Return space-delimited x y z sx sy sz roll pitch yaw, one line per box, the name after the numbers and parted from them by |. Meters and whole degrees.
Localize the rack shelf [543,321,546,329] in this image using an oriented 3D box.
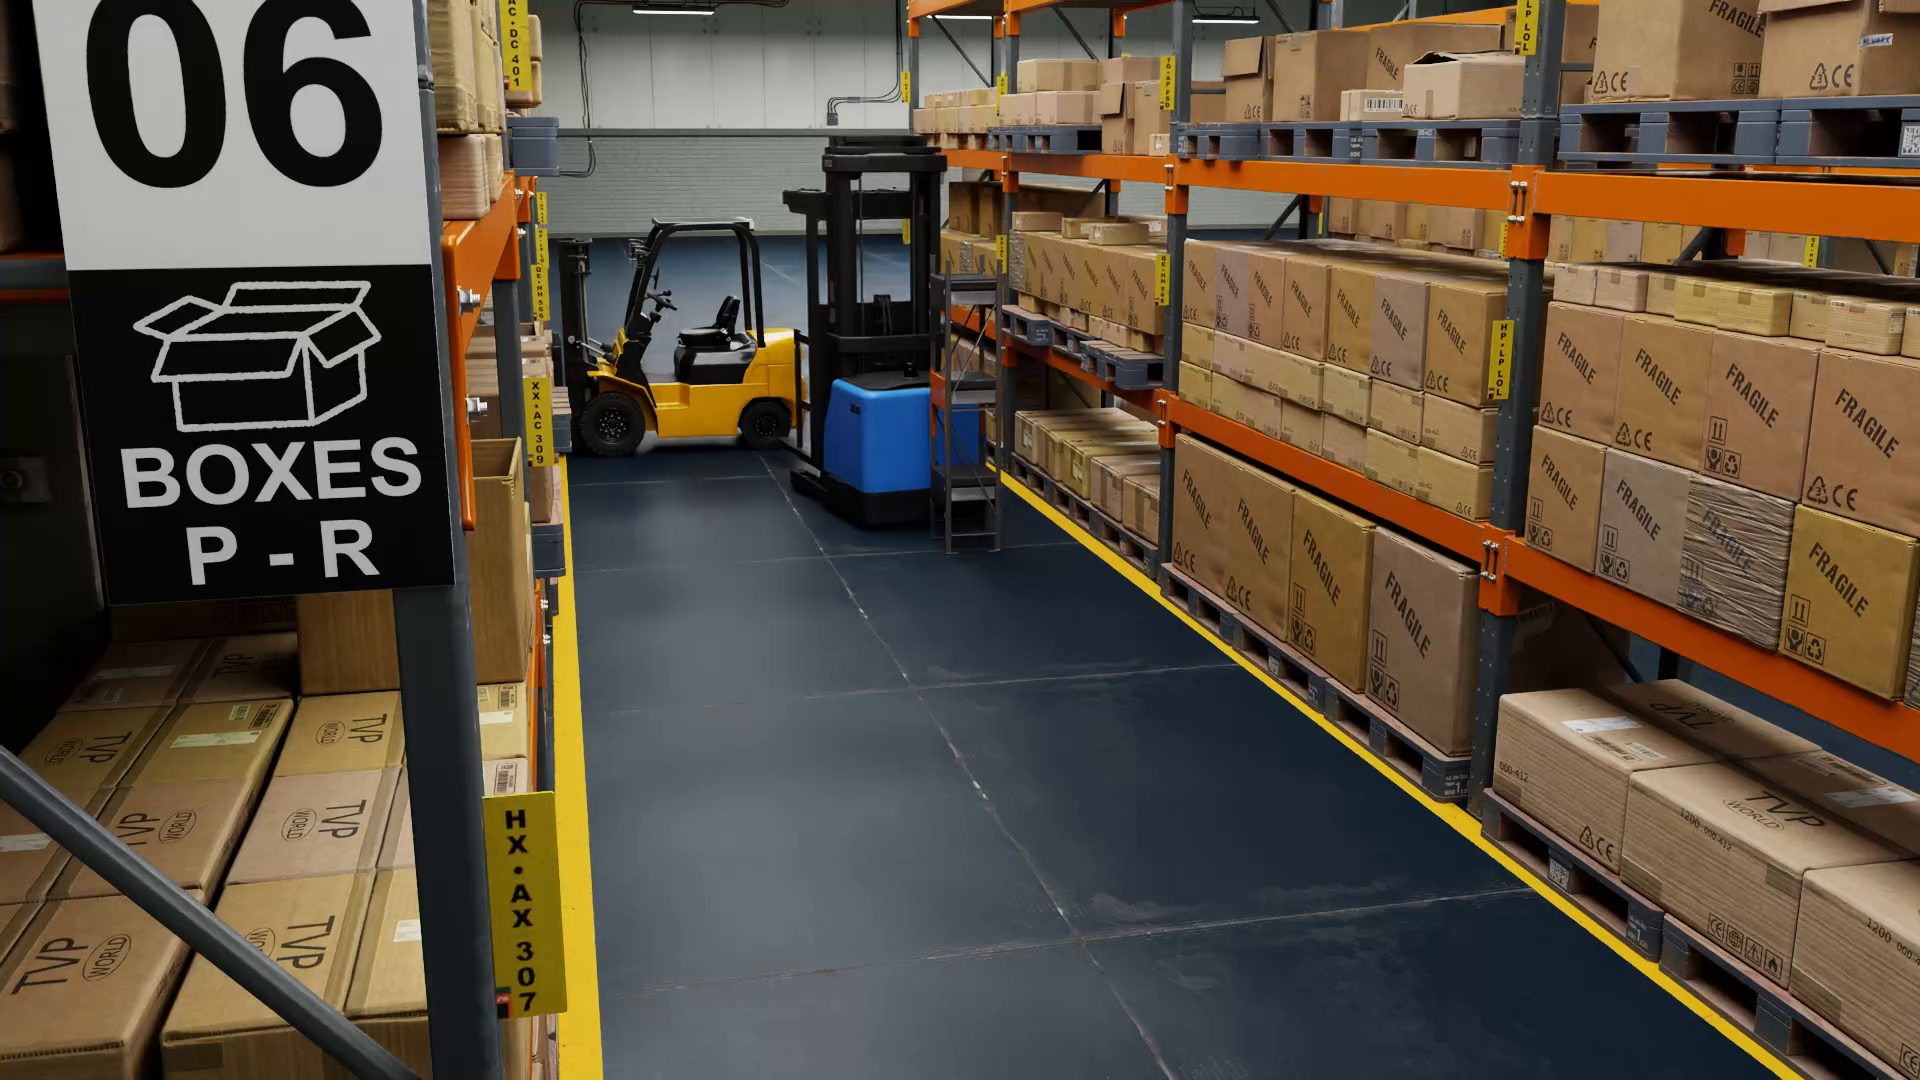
-4.406 -1.933 15.533 1.077 0.370 4.000 -3 14 -13 | rack shelf

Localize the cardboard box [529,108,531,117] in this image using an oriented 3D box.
-4.392 -4.171 15.555 0.700 0.500 0.500 -3 14 -13 | cardboard box

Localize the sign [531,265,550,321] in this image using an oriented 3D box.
-2.472 -1.454 9.787 0.100 0.325 0.005 -3 14 -13 | sign

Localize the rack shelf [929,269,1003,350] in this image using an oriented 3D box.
0.039 -1.649 11.859 0.431 0.518 0.480 -3 14 -13 | rack shelf

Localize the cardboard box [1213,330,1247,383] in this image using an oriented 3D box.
1.826 -1.096 9.854 0.500 0.250 0.500 -3 14 -12 | cardboard box

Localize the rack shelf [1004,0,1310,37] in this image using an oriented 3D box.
1.357 -4.007 12.228 1.077 0.370 4.000 -3 14 -13 | rack shelf

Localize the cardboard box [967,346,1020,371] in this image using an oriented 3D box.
0.366 -1.570 15.860 0.500 0.500 0.500 -3 14 -12 | cardboard box

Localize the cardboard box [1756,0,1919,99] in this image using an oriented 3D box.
3.114 -1.703 5.445 0.797 0.503 0.637 -2 14 -9 | cardboard box

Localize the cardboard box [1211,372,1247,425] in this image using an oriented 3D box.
1.835 -0.858 9.936 0.500 0.250 0.500 -4 14 -15 | cardboard box

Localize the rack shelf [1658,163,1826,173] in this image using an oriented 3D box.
6.145 -3.044 13.761 1.077 0.370 4.000 -3 14 -13 | rack shelf

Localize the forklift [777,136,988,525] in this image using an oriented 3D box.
-0.802 -1.848 13.814 1.130 2.935 3.031 -6 15 -22 | forklift

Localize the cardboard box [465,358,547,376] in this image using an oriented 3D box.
-2.076 -0.471 6.941 0.700 0.500 0.500 -3 14 -13 | cardboard box

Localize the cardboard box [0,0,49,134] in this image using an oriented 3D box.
-1.487 -0.669 2.213 0.500 0.250 0.500 -4 14 -14 | cardboard box

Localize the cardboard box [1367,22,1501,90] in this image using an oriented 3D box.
2.523 -2.495 8.903 0.500 0.500 0.500 -3 14 -13 | cardboard box

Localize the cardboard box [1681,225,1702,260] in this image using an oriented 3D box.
6.276 -2.348 13.400 0.700 0.500 0.500 -4 14 -14 | cardboard box

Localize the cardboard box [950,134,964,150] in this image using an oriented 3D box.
0.119 -3.905 16.300 0.380 0.149 0.250 -4 14 -15 | cardboard box

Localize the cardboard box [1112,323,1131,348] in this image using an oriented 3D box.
1.285 -1.433 11.619 0.380 0.149 0.250 -3 14 -14 | cardboard box

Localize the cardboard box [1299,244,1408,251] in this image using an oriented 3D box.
2.331 -1.487 9.877 0.500 0.500 0.500 -3 14 -12 | cardboard box

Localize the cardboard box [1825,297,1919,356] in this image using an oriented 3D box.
2.928 -0.662 5.134 0.380 0.149 0.250 -3 14 -13 | cardboard box

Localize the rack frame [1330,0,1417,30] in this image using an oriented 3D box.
4.736 -6.235 18.985 1.000 3.000 0.127 -3 14 -13 | rack frame

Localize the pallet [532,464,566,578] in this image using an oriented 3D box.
-2.139 -0.072 6.808 1.003 0.211 1.213 -3 14 -13 | pallet

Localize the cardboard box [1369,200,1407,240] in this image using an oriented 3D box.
5.004 -3.571 18.134 0.875 0.550 0.550 -3 14 -13 | cardboard box

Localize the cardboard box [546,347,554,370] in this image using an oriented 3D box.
-4.099 -1.658 15.696 0.500 0.250 0.500 -4 14 -14 | cardboard box

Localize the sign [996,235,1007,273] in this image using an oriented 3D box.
0.362 -2.487 14.462 0.100 0.325 0.005 -3 14 -13 | sign

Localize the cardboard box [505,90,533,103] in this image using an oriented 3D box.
-1.741 -1.654 5.990 0.380 0.149 0.250 -3 14 -12 | cardboard box

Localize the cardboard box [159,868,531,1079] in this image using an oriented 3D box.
-0.963 0.756 2.701 0.500 0.250 0.500 -3 14 -13 | cardboard box

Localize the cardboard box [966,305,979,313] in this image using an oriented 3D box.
0.274 -2.268 15.918 0.380 0.149 0.250 -3 14 -14 | cardboard box

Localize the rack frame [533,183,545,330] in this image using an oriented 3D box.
-4.876 -2.744 17.337 1.000 3.000 0.127 -3 14 -13 | rack frame

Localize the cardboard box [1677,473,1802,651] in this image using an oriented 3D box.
2.847 0.053 5.680 0.500 0.500 0.500 -3 14 -13 | cardboard box

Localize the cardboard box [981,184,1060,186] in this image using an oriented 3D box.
0.612 -3.365 16.936 0.700 0.500 0.500 -3 14 -14 | cardboard box

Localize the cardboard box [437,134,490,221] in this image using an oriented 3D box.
-1.056 -0.656 3.003 0.380 0.149 0.250 -3 14 -12 | cardboard box

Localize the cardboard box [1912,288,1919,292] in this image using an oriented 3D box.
3.387 -0.750 5.494 0.380 0.149 0.250 -4 14 -14 | cardboard box

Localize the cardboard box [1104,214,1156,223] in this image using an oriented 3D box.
1.390 -2.558 13.489 0.380 0.149 0.250 -4 14 -15 | cardboard box

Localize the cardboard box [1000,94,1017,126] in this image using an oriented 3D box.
0.635 -3.529 13.664 0.500 0.250 0.500 -4 14 -15 | cardboard box

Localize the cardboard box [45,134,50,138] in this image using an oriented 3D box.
-1.623 -0.563 2.622 0.380 0.149 0.250 -3 14 -12 | cardboard box

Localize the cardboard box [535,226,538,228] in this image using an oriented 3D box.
-4.190 -2.892 15.740 0.380 0.149 0.250 -3 14 -12 | cardboard box

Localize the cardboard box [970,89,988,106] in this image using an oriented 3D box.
0.303 -4.055 15.233 0.380 0.149 0.250 -3 14 -12 | cardboard box

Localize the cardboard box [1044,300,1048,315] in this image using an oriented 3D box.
0.901 -1.916 13.594 0.380 0.149 0.250 -2 14 -10 | cardboard box

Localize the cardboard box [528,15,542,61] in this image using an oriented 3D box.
-1.702 -1.801 5.964 0.380 0.149 0.250 -3 14 -12 | cardboard box

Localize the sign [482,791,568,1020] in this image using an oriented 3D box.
-0.591 0.497 2.250 0.100 0.325 0.005 -3 14 -13 | sign

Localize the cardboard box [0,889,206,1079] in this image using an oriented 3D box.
-1.484 0.785 2.585 0.500 0.250 0.500 -3 14 -12 | cardboard box

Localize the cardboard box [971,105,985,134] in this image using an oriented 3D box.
0.402 -3.830 15.154 0.500 0.250 0.500 -4 14 -14 | cardboard box

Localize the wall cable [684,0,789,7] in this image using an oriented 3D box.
-6.403 -16.599 47.725 3.097 2.526 0.112 -3 14 -13 | wall cable

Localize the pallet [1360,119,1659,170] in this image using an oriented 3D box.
2.503 -1.826 7.663 0.805 0.209 1.217 -4 14 -15 | pallet

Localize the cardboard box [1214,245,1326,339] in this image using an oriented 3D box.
1.831 -1.469 9.800 0.500 0.500 0.500 -3 14 -13 | cardboard box

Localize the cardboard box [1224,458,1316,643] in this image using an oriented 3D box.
2.114 0.023 9.606 0.875 0.875 0.875 -3 14 -13 | cardboard box

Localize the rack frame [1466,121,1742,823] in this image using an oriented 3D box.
2.766 -0.253 7.141 1.000 3.000 0.127 -3 14 -13 | rack frame

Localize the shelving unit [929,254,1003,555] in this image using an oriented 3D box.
0.039 -0.982 12.022 0.431 2.100 0.503 -3 14 -13 | shelving unit

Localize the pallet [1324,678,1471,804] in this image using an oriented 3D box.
2.512 0.928 8.184 1.003 0.211 1.213 -3 14 -13 | pallet

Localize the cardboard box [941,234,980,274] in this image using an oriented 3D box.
0.035 -2.853 16.946 0.500 0.500 0.500 -4 14 -14 | cardboard box

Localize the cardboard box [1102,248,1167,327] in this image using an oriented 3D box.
1.318 -1.781 11.673 0.500 0.500 0.500 -4 14 -14 | cardboard box

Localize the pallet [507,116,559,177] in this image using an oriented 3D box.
-2.143 -1.495 6.304 1.213 0.211 1.003 -3 14 -13 | pallet

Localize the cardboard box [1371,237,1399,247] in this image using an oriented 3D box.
5.027 -3.048 18.268 0.875 0.550 0.550 -3 14 -13 | cardboard box

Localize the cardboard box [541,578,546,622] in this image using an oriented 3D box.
-2.689 0.198 9.679 0.500 0.500 0.500 -3 14 -12 | cardboard box

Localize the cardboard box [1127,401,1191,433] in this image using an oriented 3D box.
1.958 -1.208 16.314 0.500 0.500 0.500 7 15 26 | cardboard box
